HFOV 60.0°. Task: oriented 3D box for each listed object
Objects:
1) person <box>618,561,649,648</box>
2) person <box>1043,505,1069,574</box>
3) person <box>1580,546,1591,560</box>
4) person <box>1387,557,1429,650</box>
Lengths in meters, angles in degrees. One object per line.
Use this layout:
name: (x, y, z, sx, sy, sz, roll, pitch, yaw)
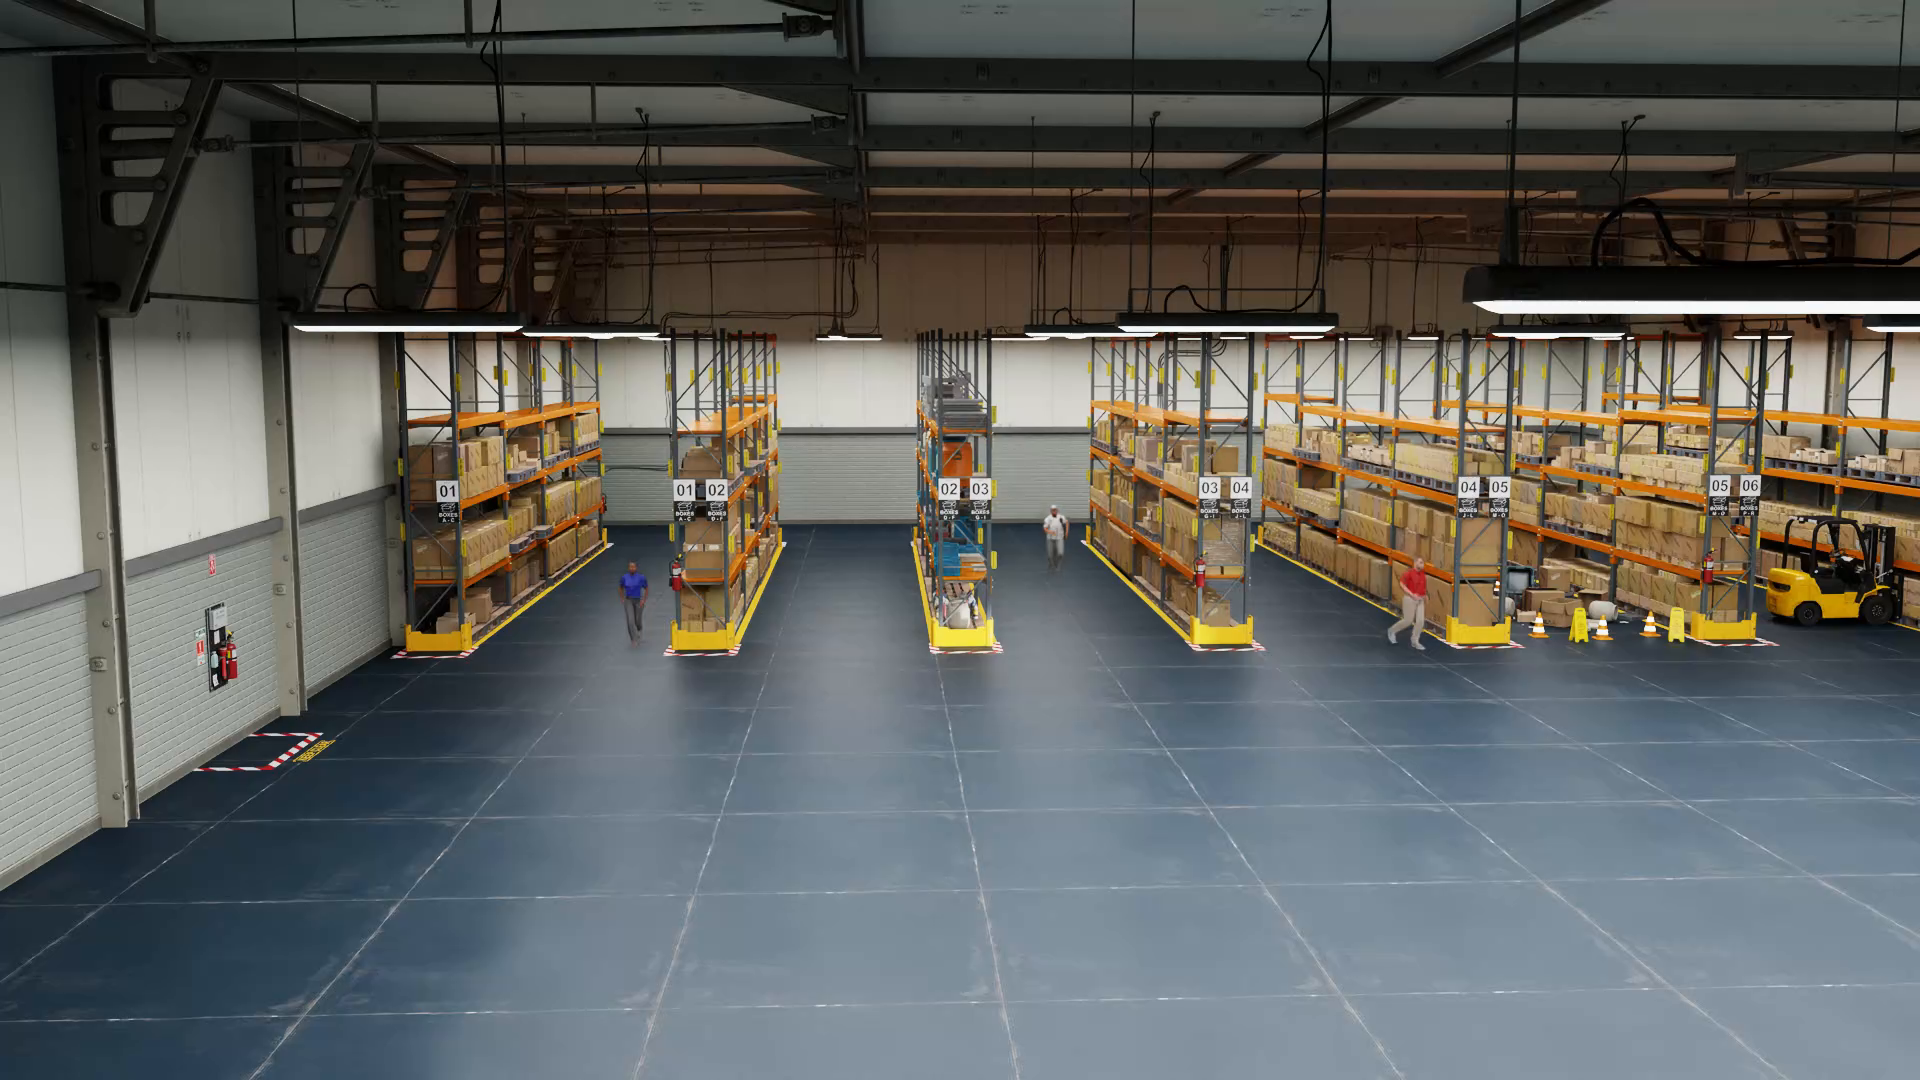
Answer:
person: (-6.219, 1.206, 31.722, 0.585, 1.651, 0.696, -1, 7, -4)
person: (2.278, -0.006, 39.324, 0.628, 1.646, 0.732, 0, 7, -2)
person: (16.109, -0.237, 42.982, 0.703, 1.805, 1.041, -1, 7, -6)
person: (8.609, 1.175, 31.564, 0.712, 1.715, 0.785, -4, 8, -33)
